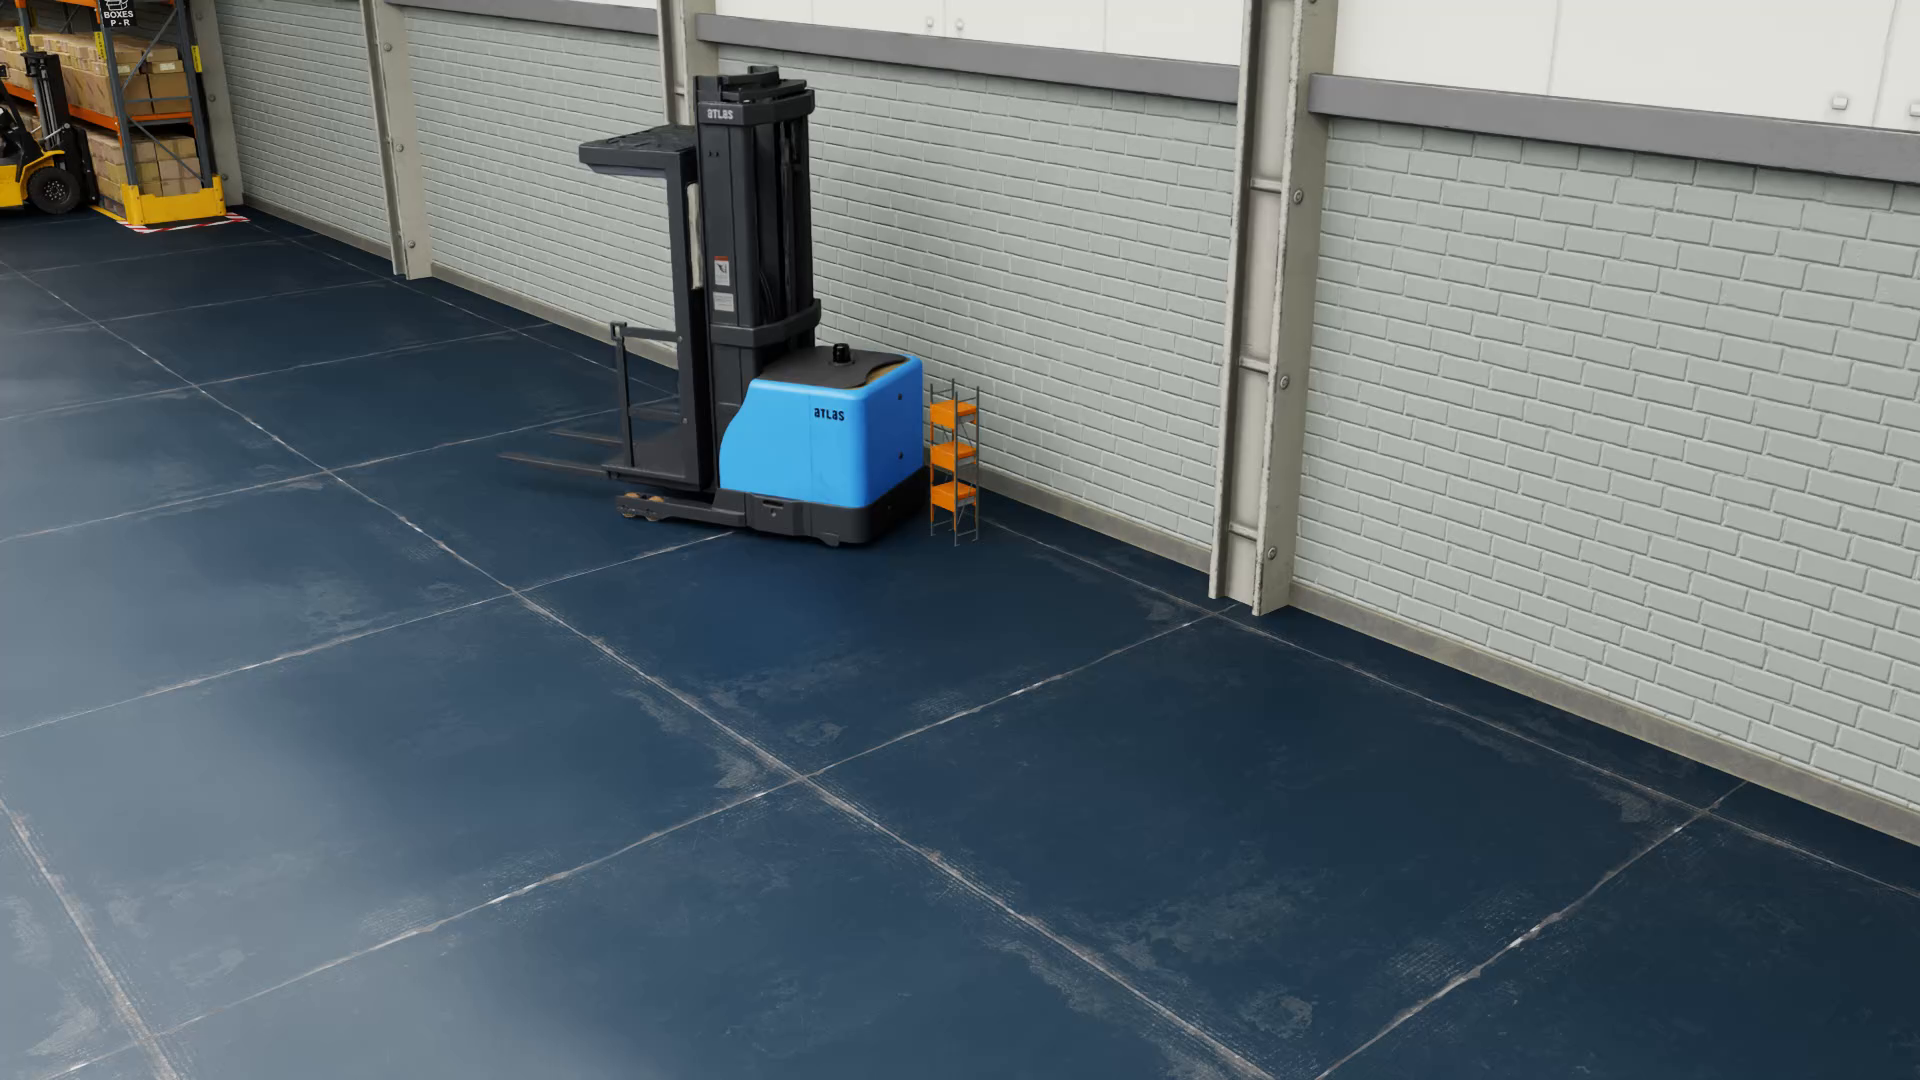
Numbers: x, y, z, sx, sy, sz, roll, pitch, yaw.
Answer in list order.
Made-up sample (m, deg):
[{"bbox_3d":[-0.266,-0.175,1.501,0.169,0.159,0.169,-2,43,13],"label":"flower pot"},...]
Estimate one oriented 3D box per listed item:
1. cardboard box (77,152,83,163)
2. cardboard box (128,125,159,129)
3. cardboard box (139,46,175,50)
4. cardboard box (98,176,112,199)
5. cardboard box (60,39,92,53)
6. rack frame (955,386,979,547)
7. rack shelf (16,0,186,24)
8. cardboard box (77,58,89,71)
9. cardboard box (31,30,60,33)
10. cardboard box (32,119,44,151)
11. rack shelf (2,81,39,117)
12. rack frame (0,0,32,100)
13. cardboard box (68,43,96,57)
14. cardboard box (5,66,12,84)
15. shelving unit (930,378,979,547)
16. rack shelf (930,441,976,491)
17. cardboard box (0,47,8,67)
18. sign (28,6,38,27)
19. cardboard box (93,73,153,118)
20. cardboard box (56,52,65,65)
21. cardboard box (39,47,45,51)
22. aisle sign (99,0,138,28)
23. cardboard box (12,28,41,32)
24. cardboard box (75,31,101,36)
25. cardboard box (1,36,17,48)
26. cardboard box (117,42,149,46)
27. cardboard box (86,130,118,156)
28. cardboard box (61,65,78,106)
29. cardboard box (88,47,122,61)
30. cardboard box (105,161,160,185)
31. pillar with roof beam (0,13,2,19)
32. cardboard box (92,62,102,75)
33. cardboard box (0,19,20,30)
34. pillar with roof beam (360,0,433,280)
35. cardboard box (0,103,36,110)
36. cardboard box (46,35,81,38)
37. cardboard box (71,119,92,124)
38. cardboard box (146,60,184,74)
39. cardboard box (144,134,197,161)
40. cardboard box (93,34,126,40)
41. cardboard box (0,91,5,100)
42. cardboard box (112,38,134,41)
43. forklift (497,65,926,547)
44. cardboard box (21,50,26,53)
[{"bbox_3d":[-11.776,-5.228,22.728,0.500,0.250,0.500,-18,27,-38],"label":"cardboard box"},{"bbox_3d":[-11.372,-5.582,22.946,0.500,0.250,0.500,-18,28,-38],"label":"cardboard box"},{"bbox_3d":[-10.409,-6.321,21.576,0.380,0.149,0.250,-16,27,-36],"label":"cardboard box"},{"bbox_3d":[-11.089,-4.712,22.095,0.500,0.250,0.500,-17,27,-37],"label":"cardboard box"},{"bbox_3d":[-11.952,-6.699,22.540,0.380,0.149,0.250,-18,27,-38],"label":"cardboard box"},{"bbox_3d":[0.045,-0.470,10.744,0.200,1.050,0.008,-17,27,-37],"label":"rack frame"},{"bbox_3d":[-11.531,-7.217,22.170,1.077,0.370,4.000,-17,27,-37],"label":"rack shelf"},{"bbox_3d":[-11.340,-6.264,21.836,0.380,0.149,0.250,-19,28,-39],"label":"cardboard box"},{"bbox_3d":[-14.153,-7.797,25.751,0.380,0.149,0.250,-18,28,-38],"label":"cardboard box"},{"bbox_3d":[-13.186,-5.939,24.714,0.875,0.625,0.625,-16,26,-35],"label":"cardboard box"},{"bbox_3d":[-14.142,-6.925,25.538,1.077,0.370,4.000,-17,27,-37],"label":"rack shelf"},{"bbox_3d":[-15.448,-7.813,26.818,1.000,3.000,0.127,-17,27,-37],"label":"rack frame"},{"bbox_3d":[-11.528,-6.467,21.948,0.380,0.149,0.250,-17,27,-36],"label":"cardboard box"},{"bbox_3d":[-13.997,-6.997,24.940,0.500,0.250,0.500,-17,27,-37],"label":"cardboard box"},{"bbox_3d":[-0.035,-0.504,10.830,0.215,1.050,0.252,-17,27,-37],"label":"shelving unit"},{"bbox_3d":[-0.035,-0.494,10.834,0.215,0.259,0.240,-17,27,-37],"label":"rack shelf"},{"bbox_3d":[-14.021,-7.228,24.846,0.500,0.250,0.500,-17,27,-36],"label":"cardboard box"},{"bbox_3d":[-15.029,-8.485,26.946,0.100,0.325,0.005,-17,27,-37],"label":"sign"},{"bbox_3d":[-10.746,-5.722,21.344,0.500,0.500,0.500,-18,28,-39],"label":"cardboard box"},{"bbox_3d":[-12.014,-6.545,22.554,0.380,0.149,0.250,-19,28,-39],"label":"cardboard box"},{"bbox_3d":[-12.658,-6.834,23.293,0.380,0.149,0.250,-17,27,-36],"label":"cardboard box"},{"bbox_3d":[-10.405,-6.725,20.476,0.394,0.787,0.004,-17,27,-37],"label":"aisle sign"},{"bbox_3d":[-14.704,-7.988,26.238,0.380,0.149,0.250,-17,27,-37],"label":"cardboard box"},{"bbox_3d":[-12.399,-7.178,23.764,0.380,0.149,0.250,-17,27,-37],"label":"cardboard box"},{"bbox_3d":[-14.084,-7.444,24.849,0.380,0.149,0.250,-17,27,-37],"label":"cardboard box"},{"bbox_3d":[-10.953,-6.522,22.088,0.380,0.149,0.250,-16,27,-36],"label":"cardboard box"},{"bbox_3d":[-11.437,-5.313,22.259,0.500,0.250,0.500,-17,27,-37],"label":"cardboard box"},{"bbox_3d":[-11.749,-6.146,22.425,0.500,0.500,0.500,-17,27,-37],"label":"cardboard box"},{"bbox_3d":[-10.995,-6.265,21.432,0.380,0.149,0.250,-17,27,-36],"label":"cardboard box"},{"bbox_3d":[-10.780,-4.810,21.662,0.500,0.250,0.500,-18,28,-38],"label":"cardboard box"},{"bbox_3d":[-21.092,-11.093,26.968,9.100,9.000,0.400,-17,27,-37],"label":"pillar with roof beam"},{"bbox_3d":[-10.853,-6.044,21.275,0.380,0.149,0.250,-17,27,-37],"label":"cardboard box"},{"bbox_3d":[-15.665,-8.234,27.181,0.500,0.500,0.500,-16,26,-35],"label":"cardboard box"},{"bbox_3d":[-9.342,-6.120,14.271,9.100,9.000,0.400,-17,27,-37],"label":"pillar with roof beam"},{"bbox_3d":[-14.618,-6.548,26.270,0.875,0.625,0.625,-16,27,-36],"label":"cardboard box"},{"bbox_3d":[-12.441,-6.917,23.096,0.380,0.149,0.250,-18,28,-38],"label":"cardboard box"},{"bbox_3d":[-12.432,-5.736,23.340,0.500,0.250,0.500,-17,27,-37],"label":"cardboard box"},{"bbox_3d":[-10.250,-6.106,21.435,0.380,0.149,0.250,-18,28,-39],"label":"cardboard box"},{"bbox_3d":[-10.396,-5.161,21.871,0.500,0.250,0.500,-18,28,-38],"label":"cardboard box"},{"bbox_3d":[-11.873,-6.975,23.245,0.380,0.149,0.250,-18,28,-38],"label":"cardboard box"},{"bbox_3d":[-15.928,-7.494,27.967,0.380,0.149,0.250,-17,27,-37],"label":"cardboard box"},{"bbox_3d":[-11.446,-6.739,22.643,0.380,0.149,0.250,-16,27,-36],"label":"cardboard box"},{"bbox_3d":[-1.801,-1.657,11.195,3.031,2.935,1.130,9,23,22],"label":"forklift"},{"bbox_3d":[-13.410,-7.165,24.137,0.380,0.149,0.250,-18,28,-38],"label":"cardboard box"}]
